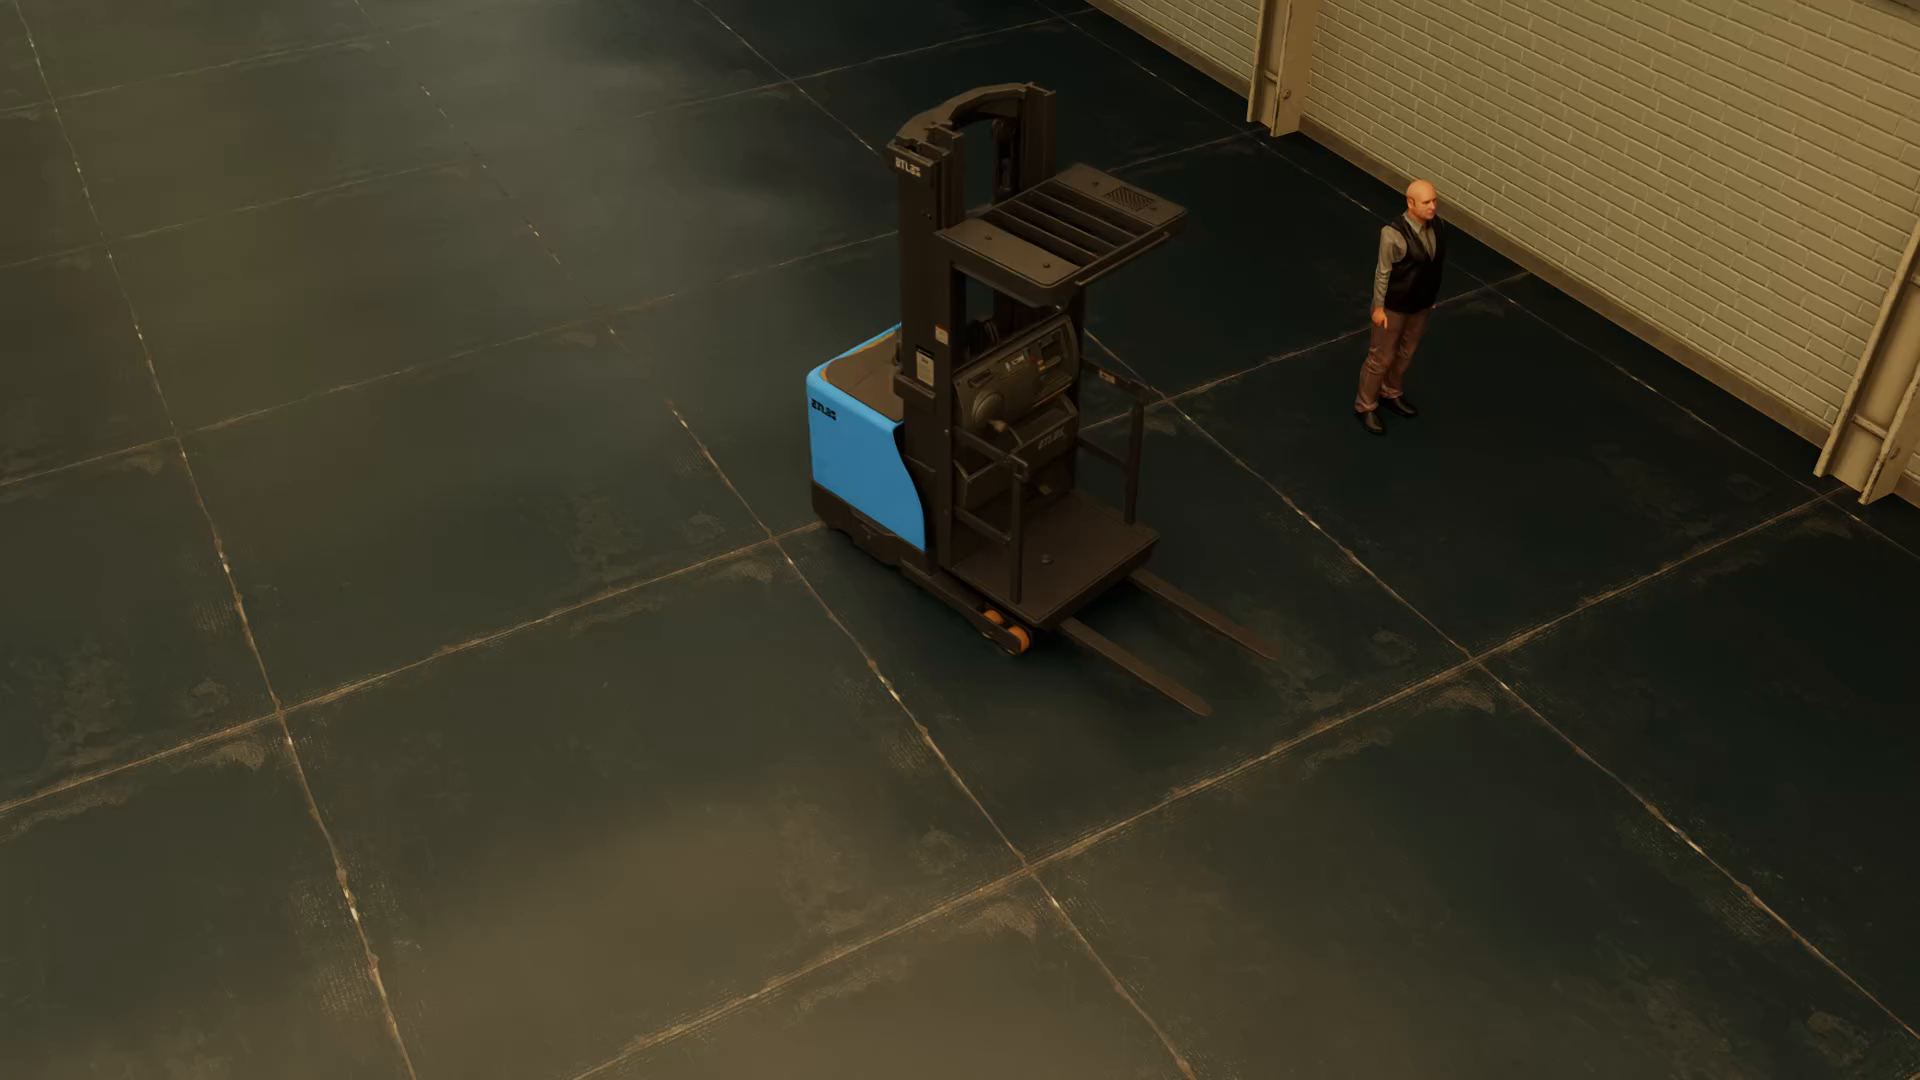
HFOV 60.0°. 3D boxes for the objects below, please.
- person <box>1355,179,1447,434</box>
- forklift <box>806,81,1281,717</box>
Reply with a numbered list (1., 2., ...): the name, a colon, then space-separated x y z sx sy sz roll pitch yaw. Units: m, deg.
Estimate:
1. person: 2.902 -1.539 10.840 0.525 1.724 0.375 -24 45 -26
2. forklift: 0.469 -0.847 9.057 3.031 2.935 1.130 32 49 33
